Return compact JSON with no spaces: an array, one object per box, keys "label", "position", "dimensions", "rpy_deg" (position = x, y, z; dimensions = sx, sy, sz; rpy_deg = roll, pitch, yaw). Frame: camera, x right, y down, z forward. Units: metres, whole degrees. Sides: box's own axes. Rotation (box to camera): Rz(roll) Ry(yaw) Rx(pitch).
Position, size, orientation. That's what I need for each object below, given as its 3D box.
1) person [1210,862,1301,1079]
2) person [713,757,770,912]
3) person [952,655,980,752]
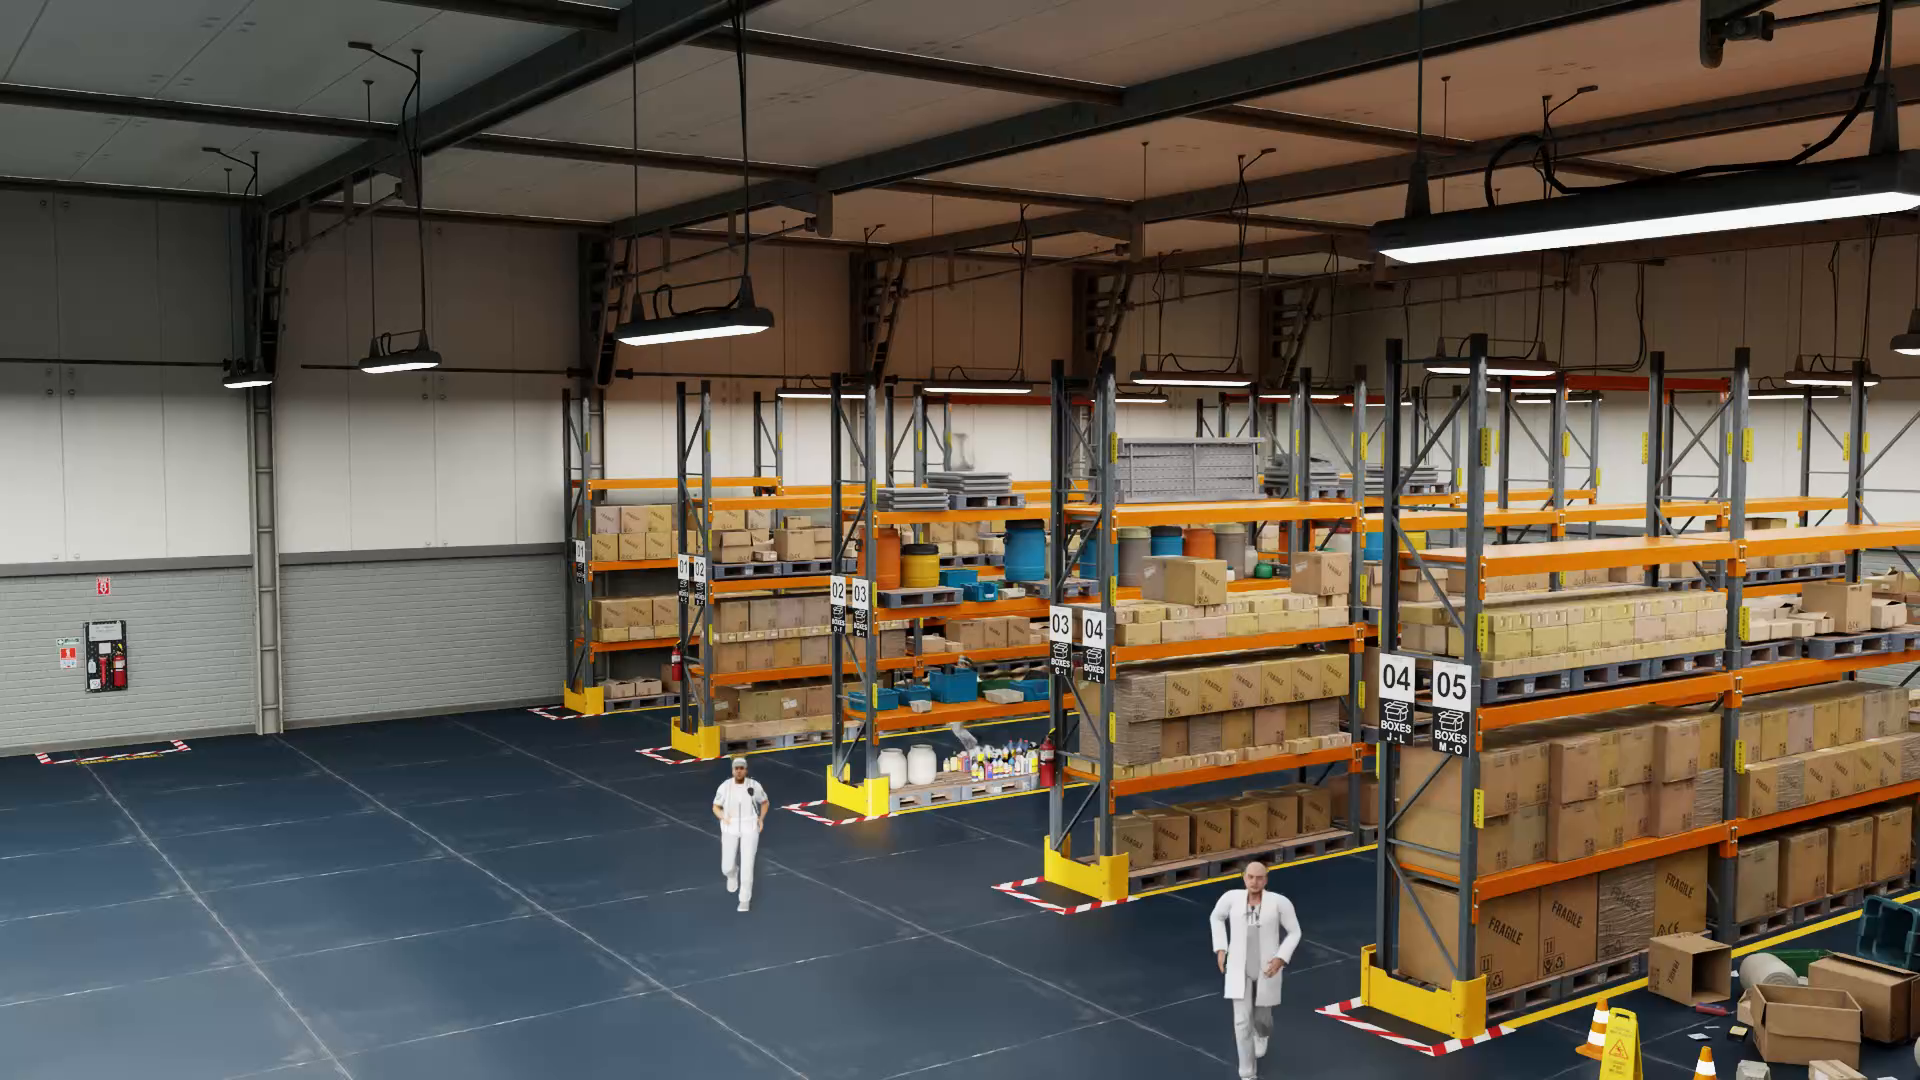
[{"label":"person","position":[2.357,3.447,13.315],"dimensions":[0.731,1.790,0.933],"rpy_deg":[1,4,13]},{"label":"person","position":[-2.403,3.182,18.201],"dimensions":[0.594,1.626,0.740],"rpy_deg":[0,4,-5]},{"label":"person","position":[0.023,2.642,26.309],"dimensions":[0.569,1.660,0.597],"rpy_deg":[-3,5,-38]}]
